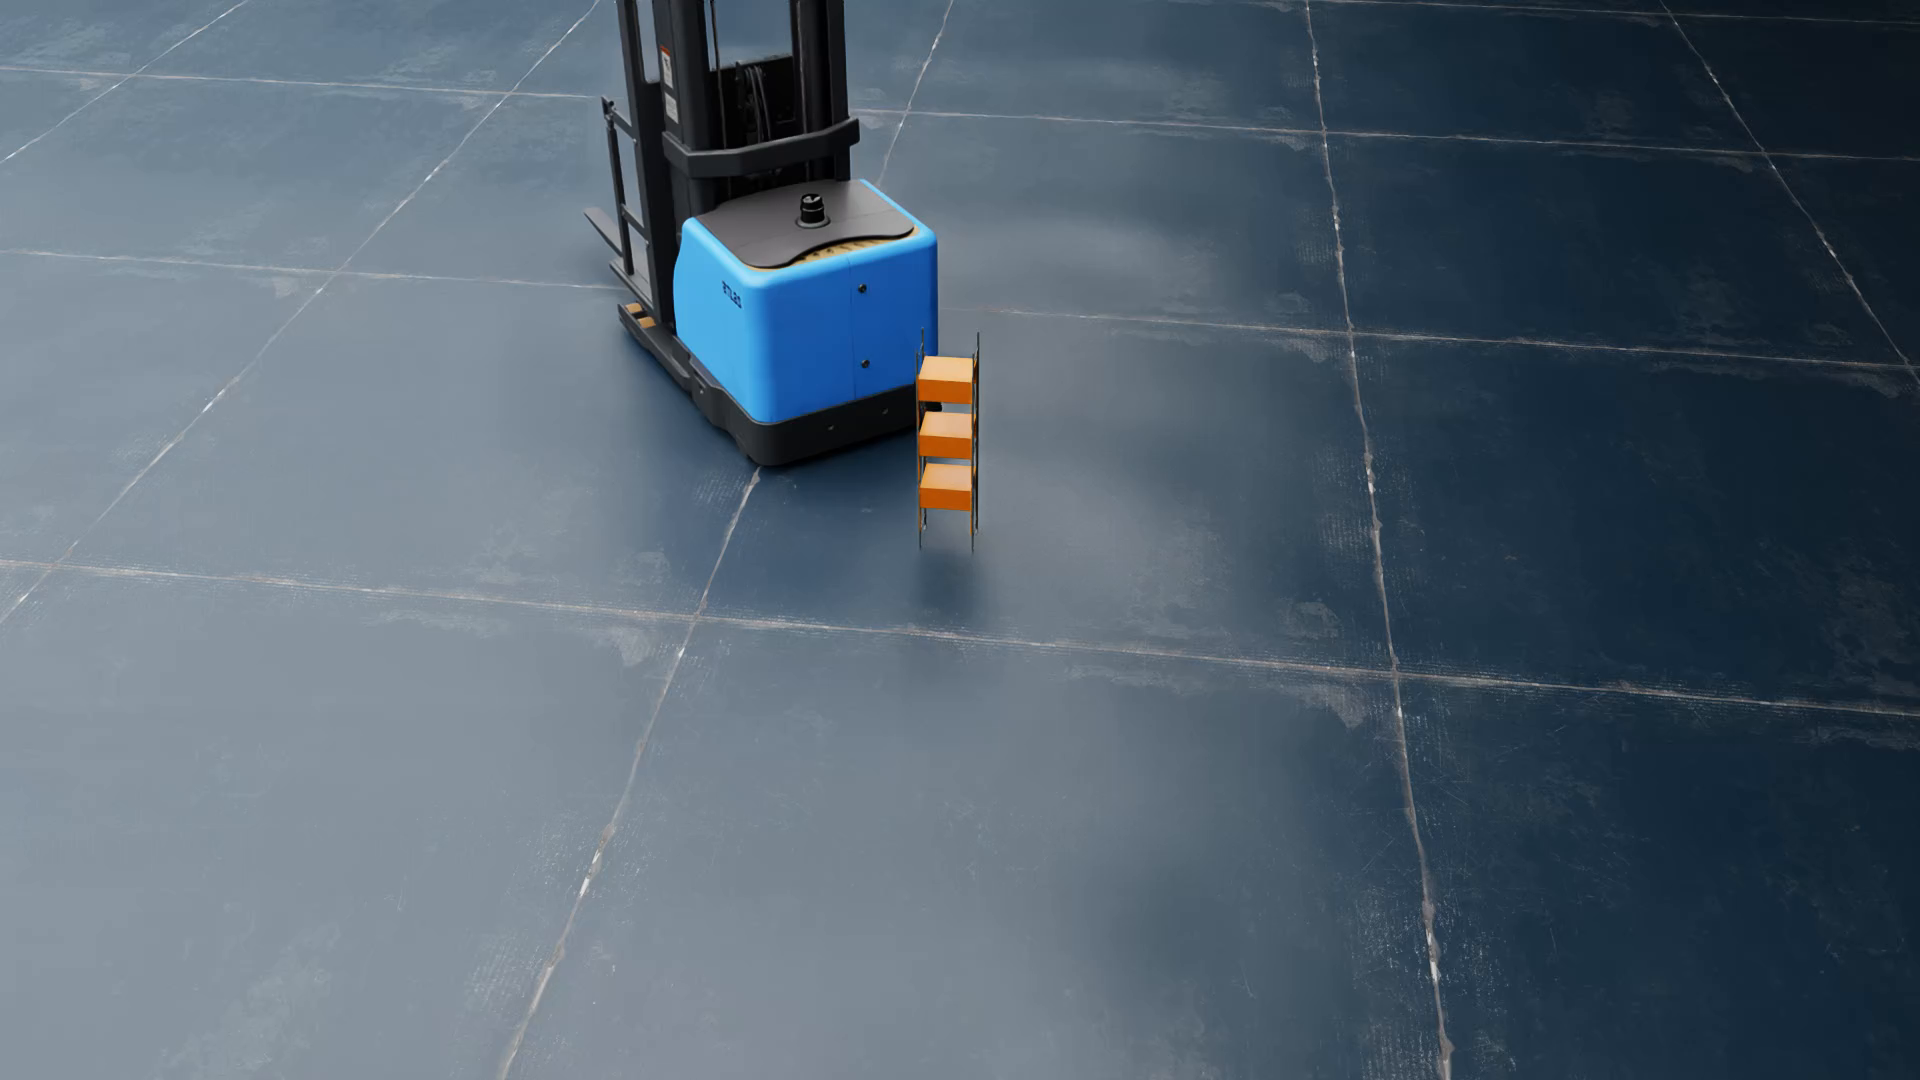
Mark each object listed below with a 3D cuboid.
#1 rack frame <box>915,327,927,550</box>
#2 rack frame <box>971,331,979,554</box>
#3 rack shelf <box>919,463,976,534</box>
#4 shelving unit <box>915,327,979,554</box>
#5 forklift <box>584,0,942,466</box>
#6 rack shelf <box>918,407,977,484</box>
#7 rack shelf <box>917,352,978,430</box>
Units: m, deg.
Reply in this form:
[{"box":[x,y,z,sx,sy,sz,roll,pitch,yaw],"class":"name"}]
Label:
[{"box":[-0.174,-0.440,7.463,0.008,1.050,0.200,4,36,6],"class":"rack frame"},{"box":[0.068,-0.422,7.438,0.008,1.050,0.200,4,36,6],"class":"rack frame"},{"box":[-0.053,-0.196,7.618,0.240,0.259,0.215,4,36,6],"class":"rack shelf"},{"box":[-0.053,-0.431,7.451,0.252,1.050,0.215,4,36,6],"class":"shelving unit"},{"box":[-1.267,-2.387,8.571,1.130,2.935,3.031,-19,40,-24],"class":"forklift"},{"box":[-0.053,-0.423,7.457,0.240,0.259,0.215,4,36,6],"class":"rack shelf"},{"box":[-0.053,-0.654,7.292,0.240,0.259,0.215,4,36,6],"class":"rack shelf"}]
